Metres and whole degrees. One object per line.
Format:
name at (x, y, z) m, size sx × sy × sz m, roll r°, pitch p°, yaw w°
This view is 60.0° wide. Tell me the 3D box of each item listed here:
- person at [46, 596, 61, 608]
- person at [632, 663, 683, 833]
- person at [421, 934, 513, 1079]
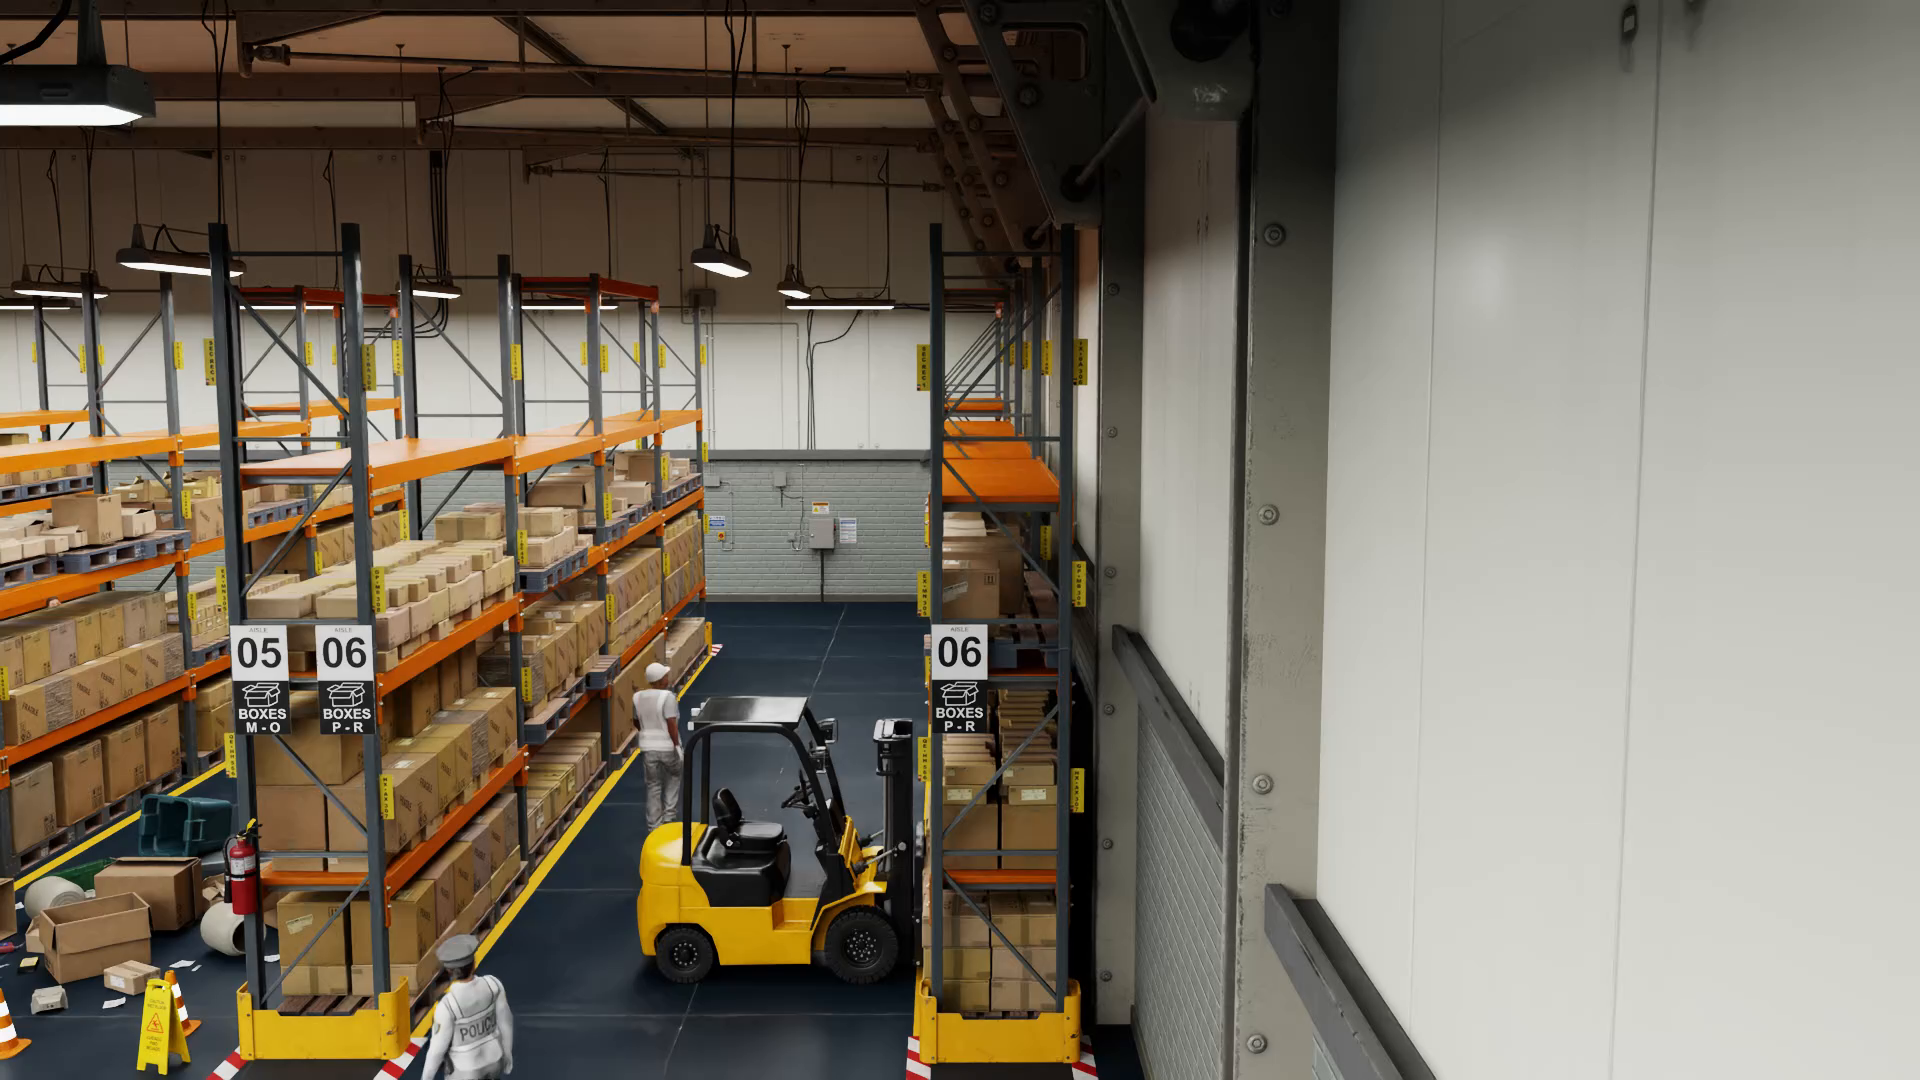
person at (-12.635, 1.613, 23.395) m, size 0.515 × 1.668 × 0.468 m, roll 0°, pitch 7°, yaw 1°
person at (-3.062, 2.133, 16.928) m, size 0.558 × 1.804 × 0.774 m, roll 0°, pitch 7°, yaw -2°
person at (-2.969, 3.194, 10.004) m, size 0.432 × 1.704 × 0.565 m, roll 4°, pitch 8°, yaw 31°
